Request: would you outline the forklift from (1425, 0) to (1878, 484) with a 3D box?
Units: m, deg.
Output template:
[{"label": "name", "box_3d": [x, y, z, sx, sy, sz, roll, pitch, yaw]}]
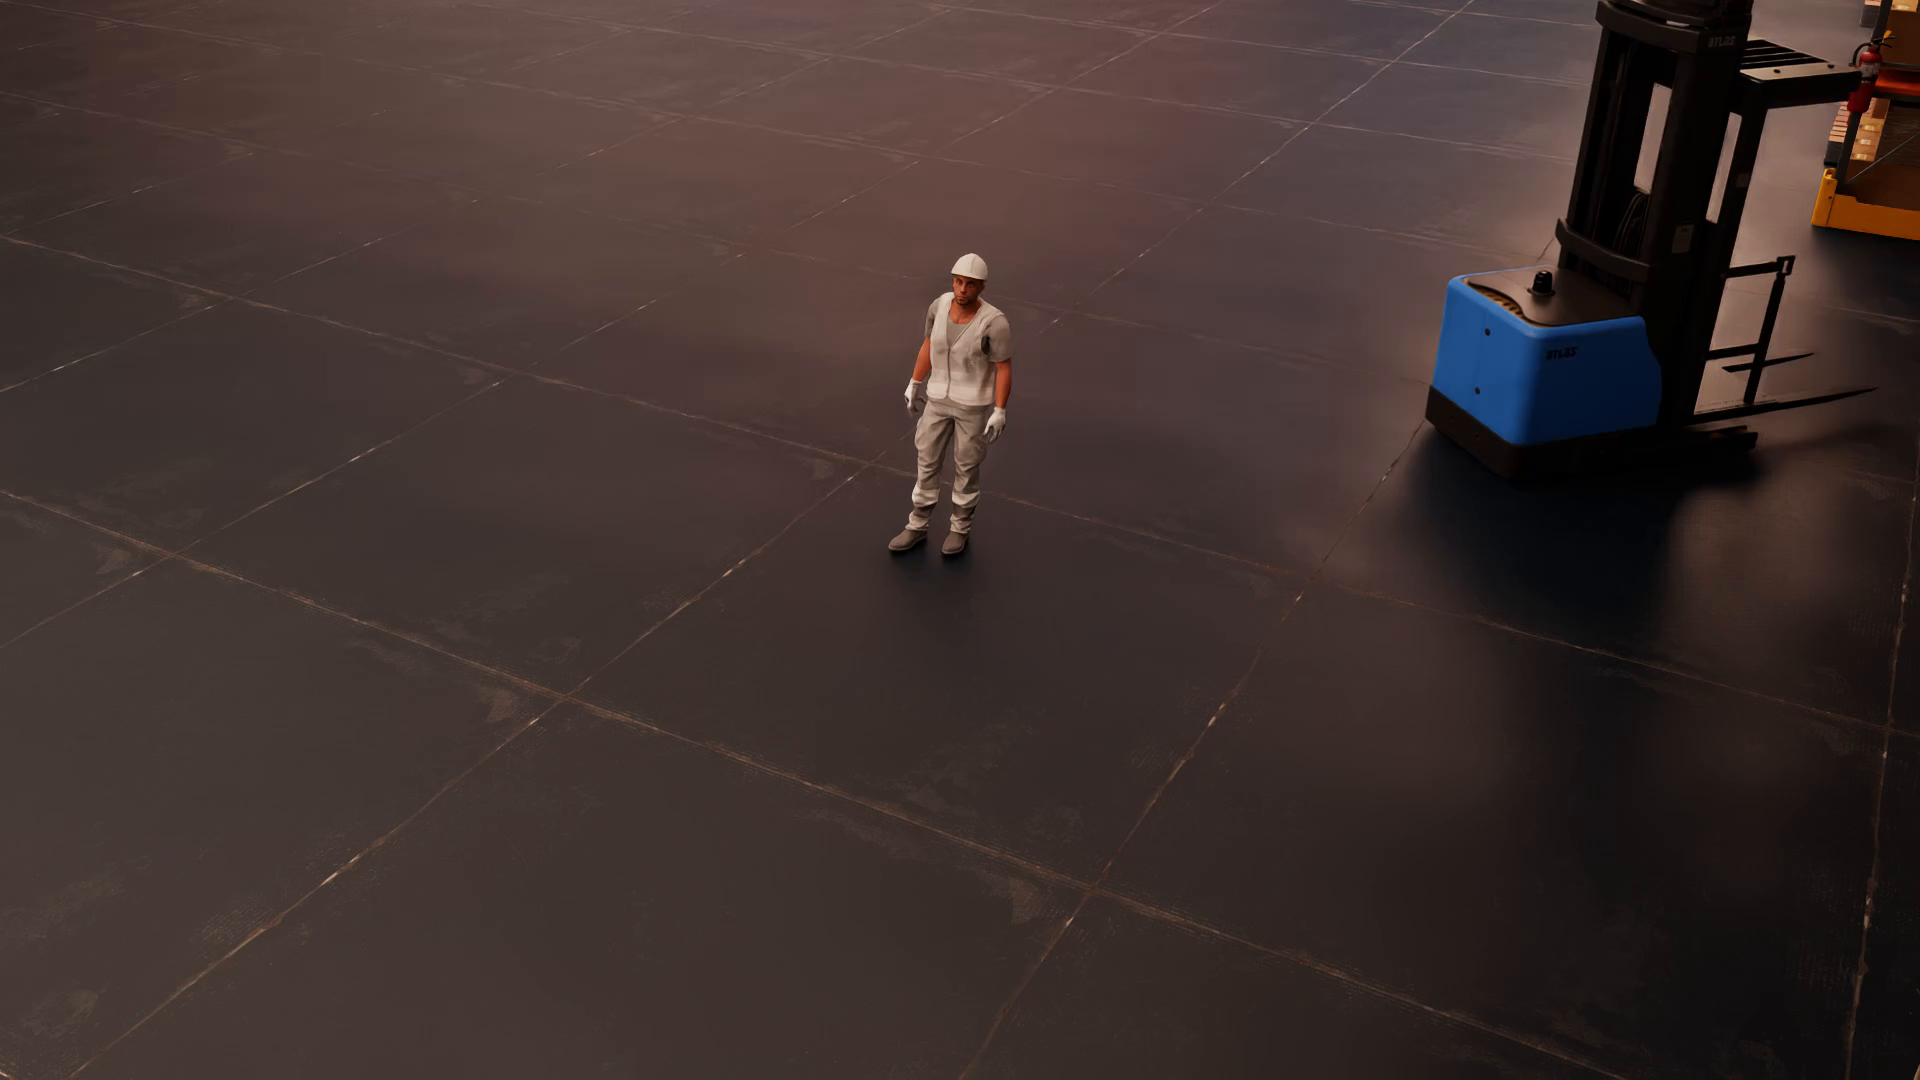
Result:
[{"label": "forklift", "box_3d": [4.736, -2.051, 10.624, 3.031, 2.935, 1.130, -9, 31, -15]}]

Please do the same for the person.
[{"label": "person", "box_3d": [-0.050, -0.749, 9.496, 0.637, 1.790, 0.562, 15, 33, 25]}]
